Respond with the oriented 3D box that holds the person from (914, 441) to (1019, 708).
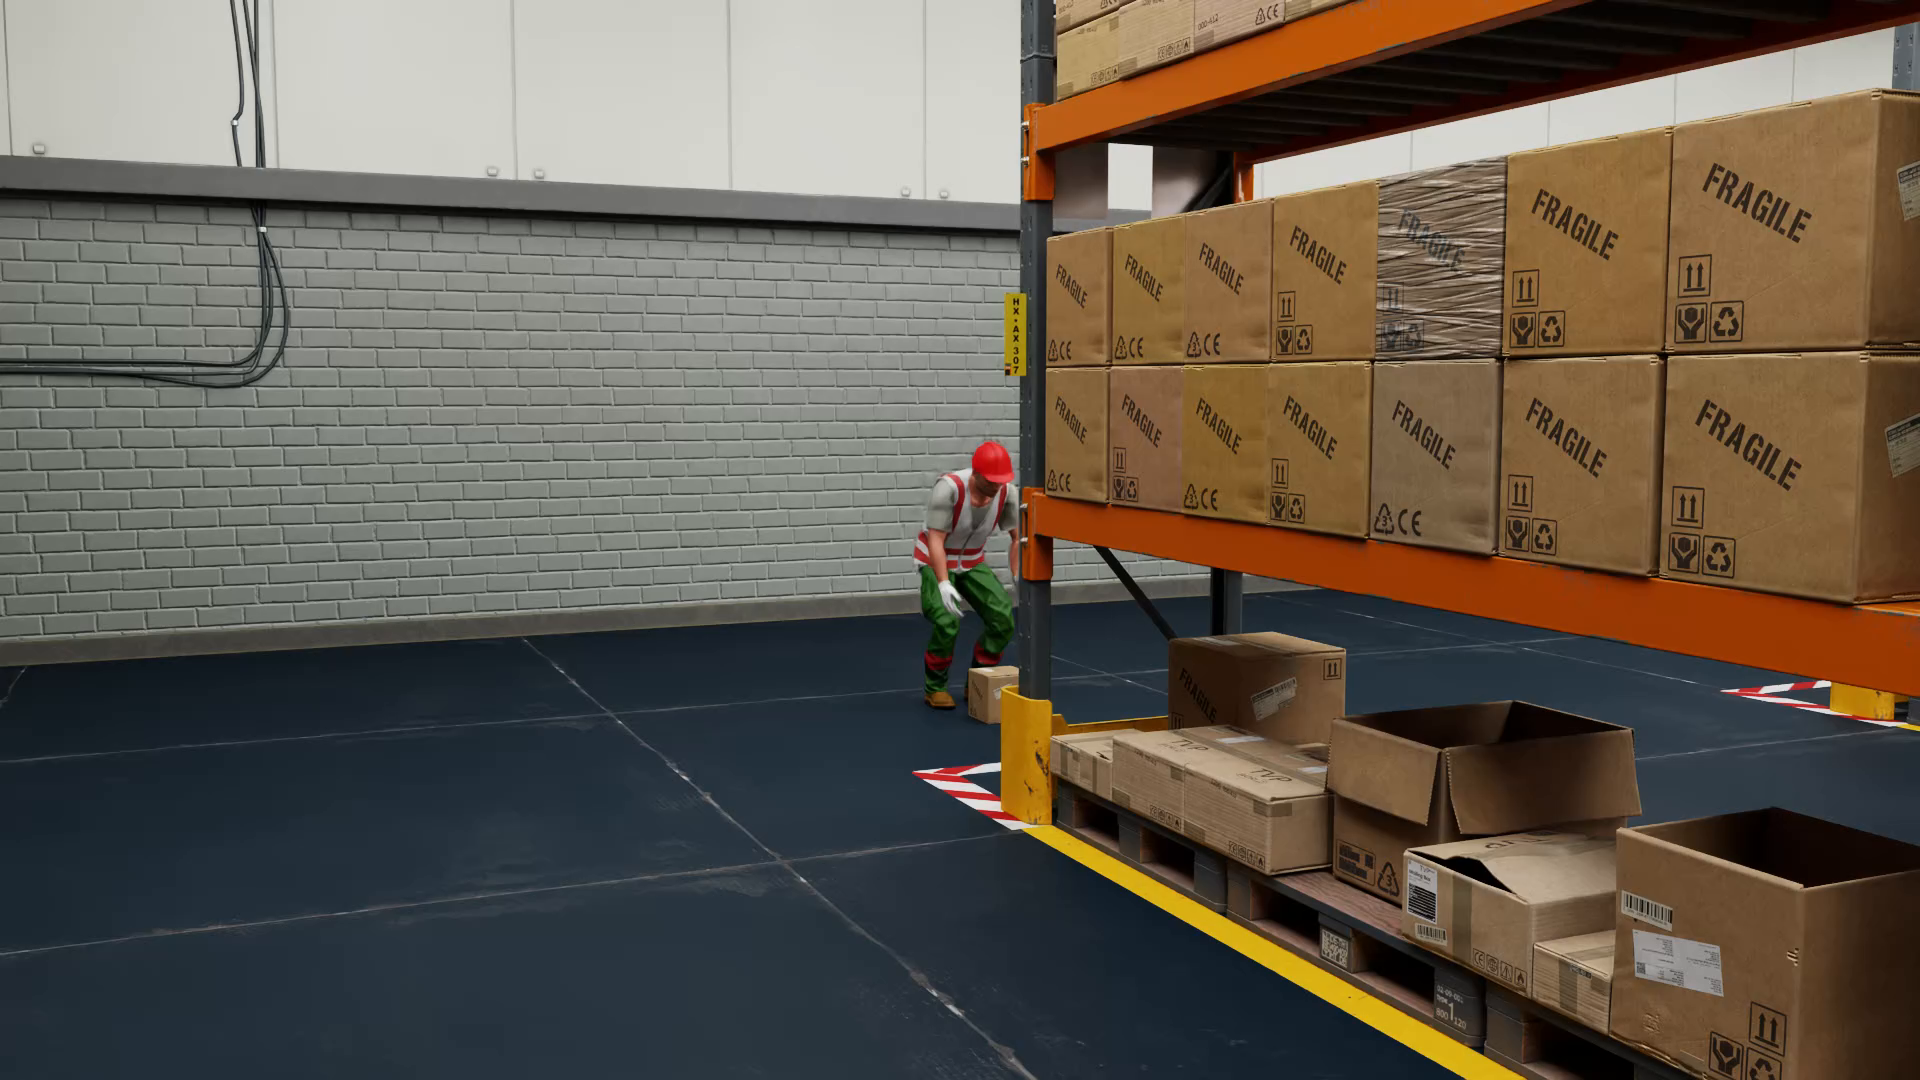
[{"bbox_3d":[0.068,0.182,8.988,0.583,1.442,0.750,-2,6,-24],"label":"person"}]
